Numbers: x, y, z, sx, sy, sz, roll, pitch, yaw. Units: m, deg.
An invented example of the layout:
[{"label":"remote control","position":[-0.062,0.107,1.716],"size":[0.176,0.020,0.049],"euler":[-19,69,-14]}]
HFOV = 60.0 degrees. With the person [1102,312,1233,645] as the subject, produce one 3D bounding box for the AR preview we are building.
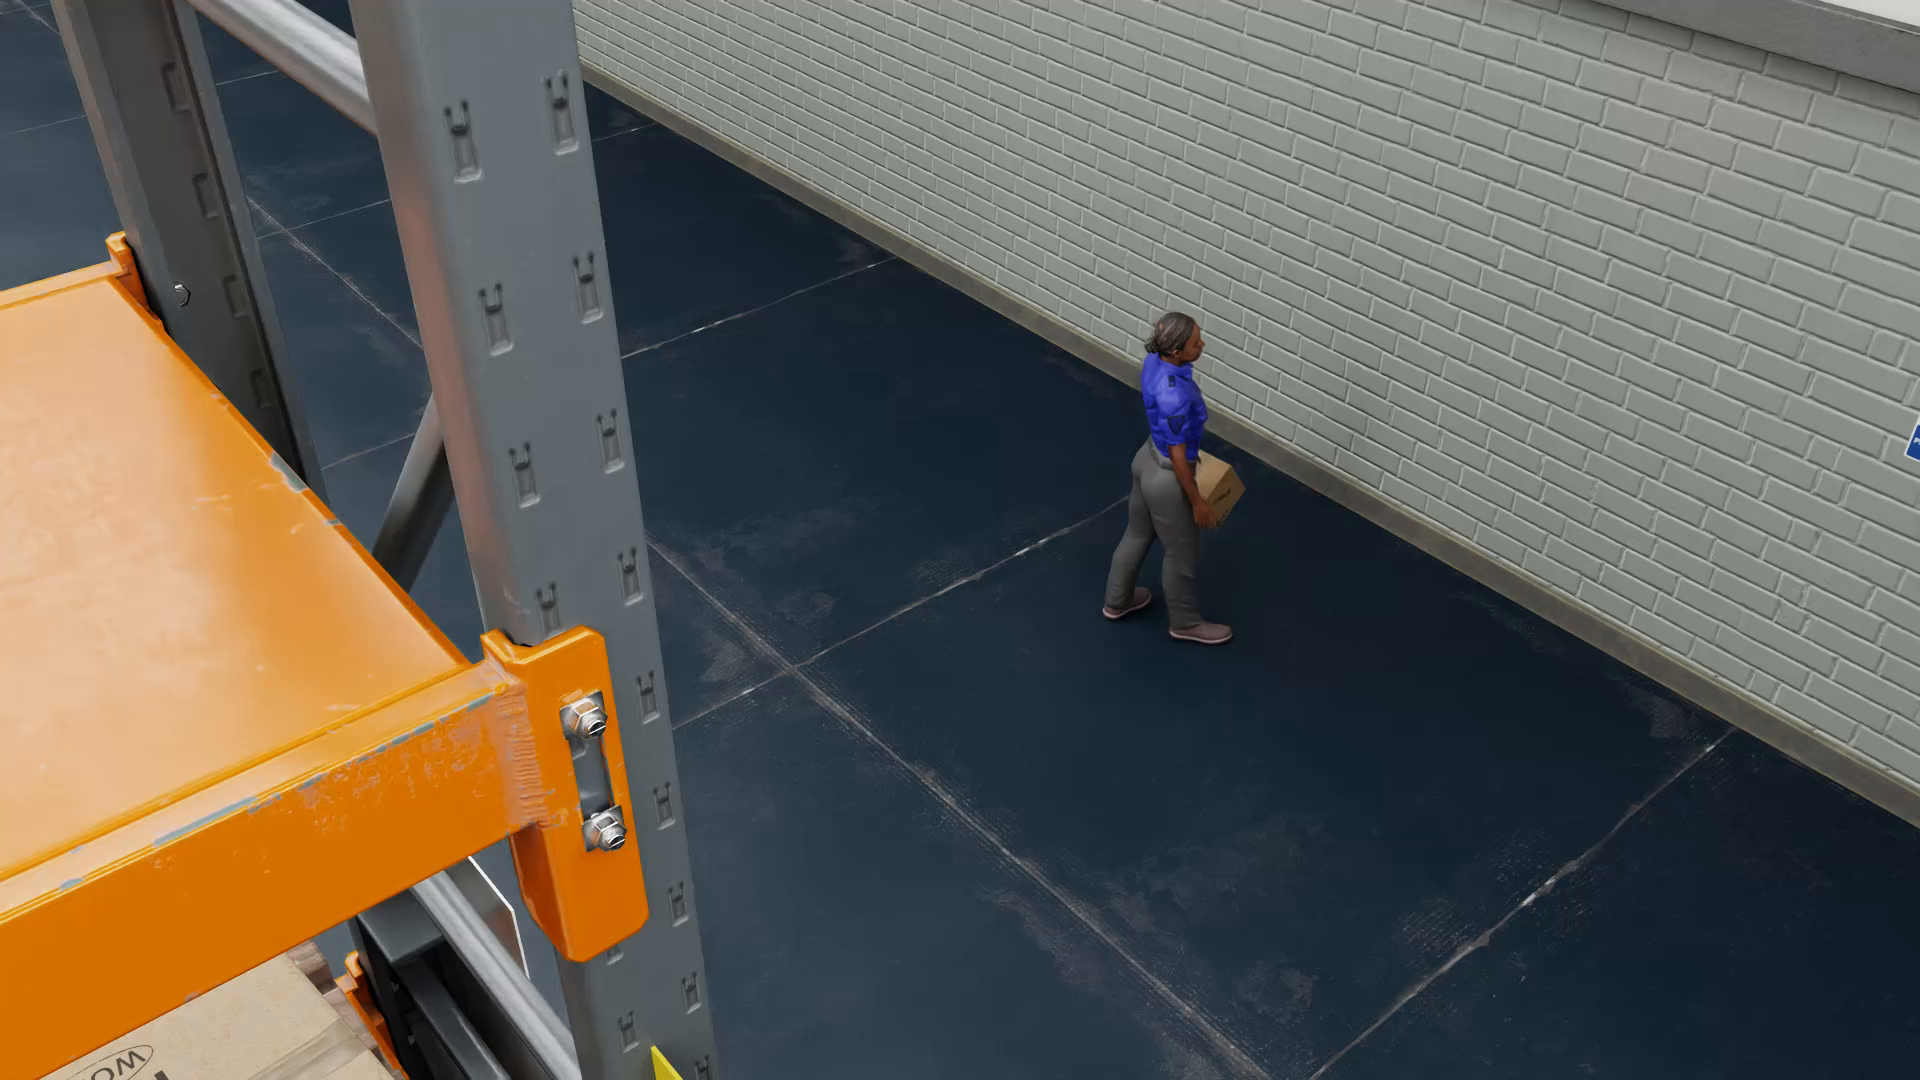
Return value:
[{"label":"person","position":[0.978,-0.274,7.449],"size":[0.577,1.652,0.546],"euler":[-5,36,-6]}]
